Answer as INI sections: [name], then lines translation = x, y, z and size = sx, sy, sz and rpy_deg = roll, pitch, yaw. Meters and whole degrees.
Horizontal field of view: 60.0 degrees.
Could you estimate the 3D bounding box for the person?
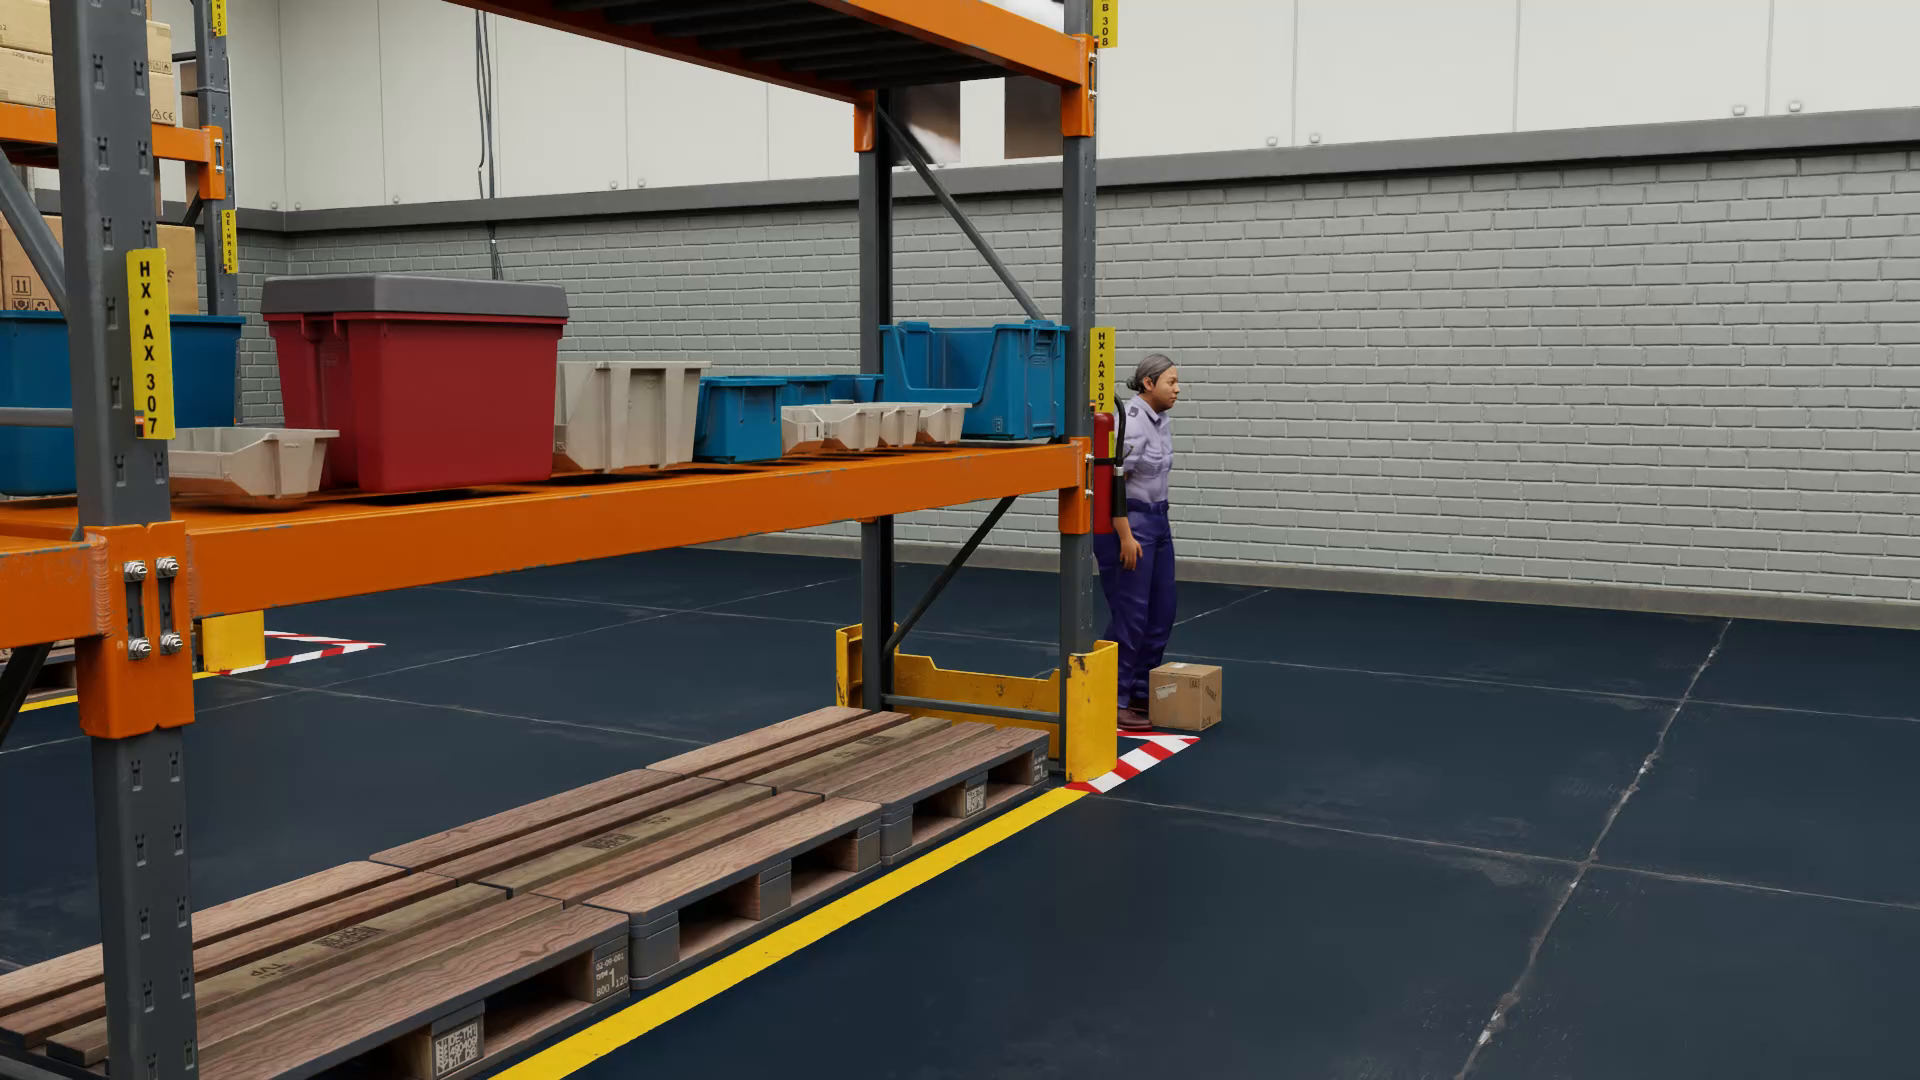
[person]
translation = 0.804, -0.009, 7.493
size = 0.368, 1.652, 0.564
rpy_deg = 3, 7, 29
